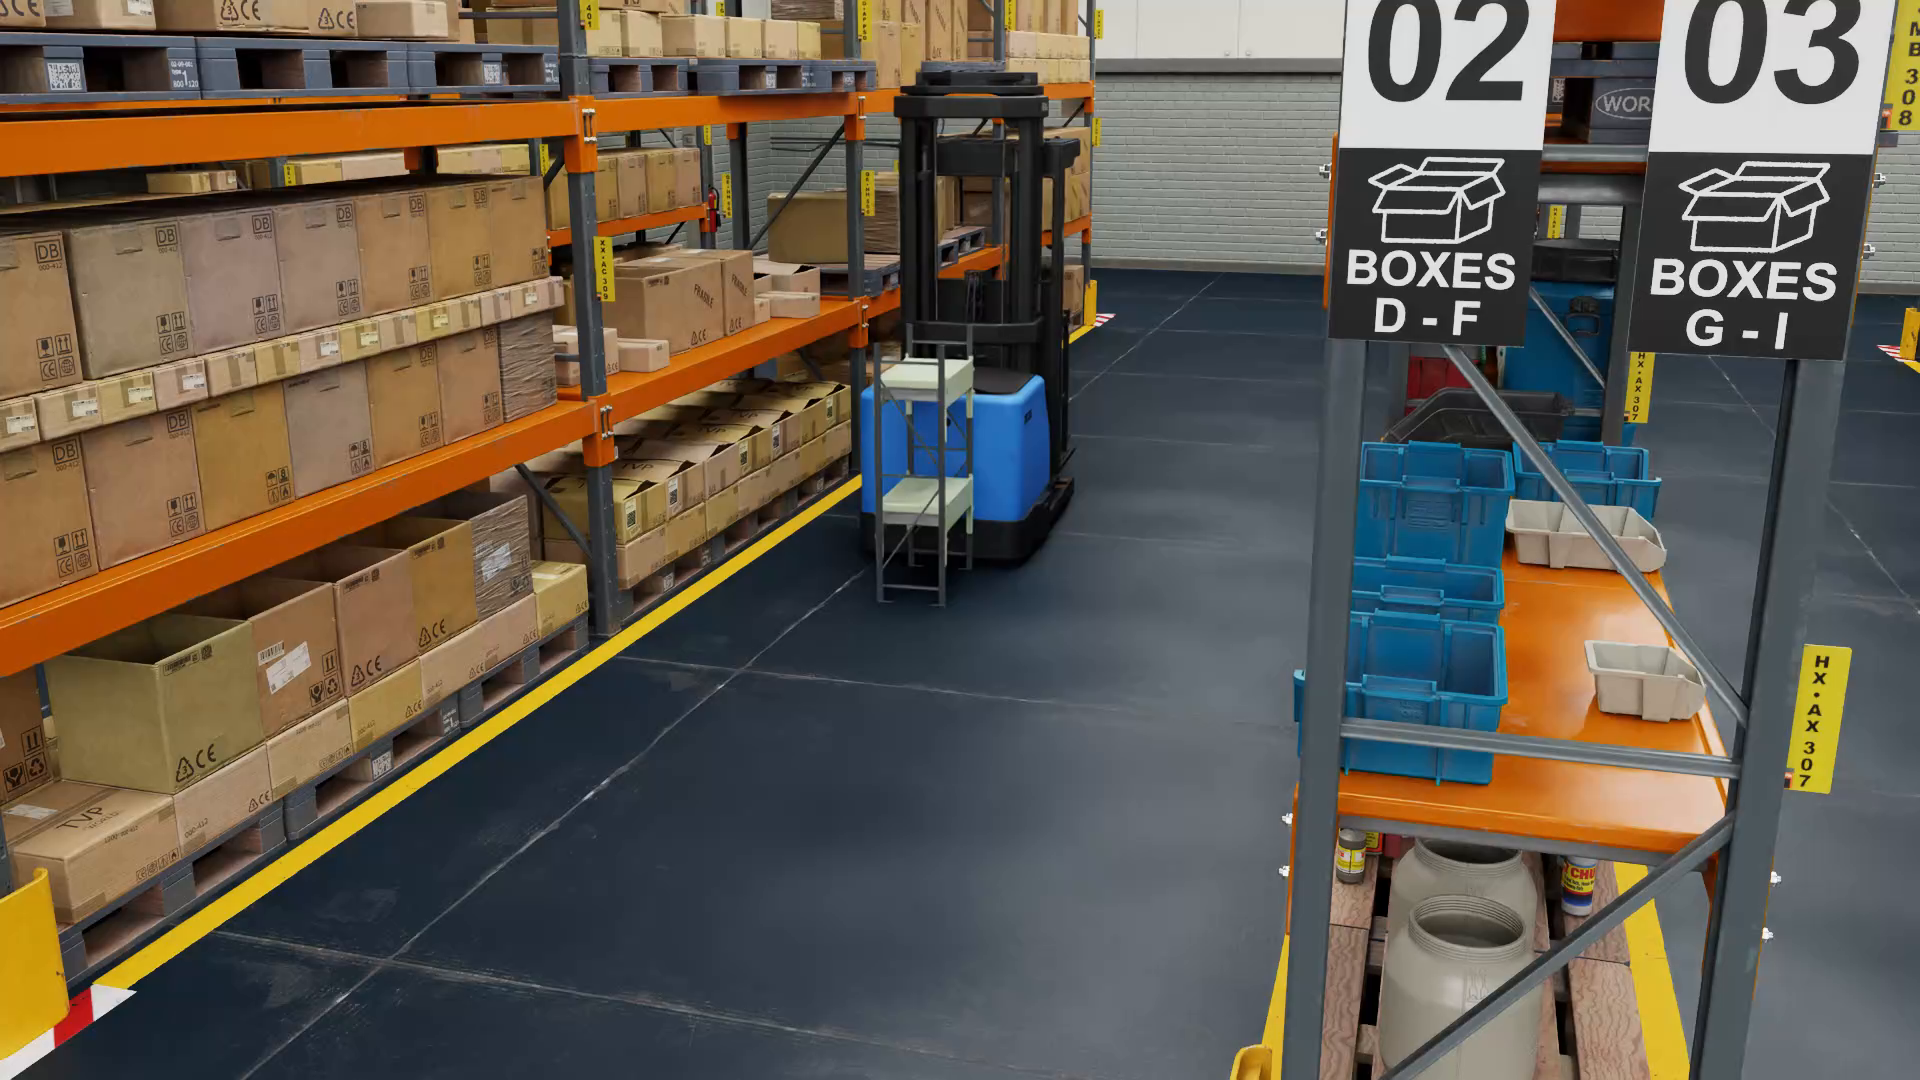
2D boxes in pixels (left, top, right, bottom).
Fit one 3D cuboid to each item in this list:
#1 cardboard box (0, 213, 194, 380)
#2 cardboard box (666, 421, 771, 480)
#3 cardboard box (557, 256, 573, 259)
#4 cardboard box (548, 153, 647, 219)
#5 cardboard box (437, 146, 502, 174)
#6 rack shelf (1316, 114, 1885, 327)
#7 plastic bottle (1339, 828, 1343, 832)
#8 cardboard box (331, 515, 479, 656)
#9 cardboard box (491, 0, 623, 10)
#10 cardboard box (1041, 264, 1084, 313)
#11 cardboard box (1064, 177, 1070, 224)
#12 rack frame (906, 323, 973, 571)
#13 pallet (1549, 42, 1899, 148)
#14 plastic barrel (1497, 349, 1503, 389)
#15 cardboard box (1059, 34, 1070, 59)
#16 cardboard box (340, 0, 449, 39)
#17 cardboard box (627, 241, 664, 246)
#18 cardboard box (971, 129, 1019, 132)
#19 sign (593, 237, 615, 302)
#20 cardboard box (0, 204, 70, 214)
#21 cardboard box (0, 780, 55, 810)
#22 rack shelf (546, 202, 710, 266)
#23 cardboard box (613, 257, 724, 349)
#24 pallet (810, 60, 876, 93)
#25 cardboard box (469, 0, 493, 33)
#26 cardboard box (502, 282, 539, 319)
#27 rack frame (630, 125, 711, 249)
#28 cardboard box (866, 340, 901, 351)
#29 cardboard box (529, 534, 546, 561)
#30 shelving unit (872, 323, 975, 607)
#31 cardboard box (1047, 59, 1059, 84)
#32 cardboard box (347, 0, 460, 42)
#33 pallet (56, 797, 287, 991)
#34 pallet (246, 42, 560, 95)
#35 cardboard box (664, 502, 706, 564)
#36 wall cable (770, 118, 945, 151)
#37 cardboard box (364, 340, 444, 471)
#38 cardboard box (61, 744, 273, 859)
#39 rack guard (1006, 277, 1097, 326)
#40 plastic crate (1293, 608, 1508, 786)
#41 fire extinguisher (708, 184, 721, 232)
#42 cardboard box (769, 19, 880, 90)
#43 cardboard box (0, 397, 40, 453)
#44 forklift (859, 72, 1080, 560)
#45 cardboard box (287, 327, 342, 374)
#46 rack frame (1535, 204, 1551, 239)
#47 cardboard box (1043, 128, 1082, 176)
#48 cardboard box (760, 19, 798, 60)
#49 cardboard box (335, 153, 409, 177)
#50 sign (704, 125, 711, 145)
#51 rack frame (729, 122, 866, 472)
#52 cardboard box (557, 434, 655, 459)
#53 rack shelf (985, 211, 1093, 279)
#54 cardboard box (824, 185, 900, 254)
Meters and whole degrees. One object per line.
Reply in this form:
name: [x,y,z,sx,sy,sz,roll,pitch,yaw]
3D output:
cardboard box: [-3.174,-0.864,5.818,0.700,0.500,0.500,4,16,14]
cardboard box: [-1.549,-0.605,10.708,0.500,0.311,0.500,5,17,17]
cardboard box: [-4.444,-3.191,19.206,0.380,0.149,0.250,5,17,16]
cardboard box: [-4.238,-4.108,19.266,0.980,0.700,0.700,4,16,13]
cardboard box: [-4.860,-3.728,16.336,0.500,0.250,0.500,5,17,17]
rack shelf: [1.839,-1.154,5.222,1.077,0.370,4.000,5,16,16]
plastic bottle: [1.388,1.015,5.926,0.061,0.283,0.133,5,17,17]
cardboard box: [-2.555,0.194,7.543,0.500,0.500,0.500,5,16,16]
cardboard box: [-2.128,-3.057,8.745,0.500,0.500,0.500,5,17,17]
cardboard box: [1.151,-2.952,19.516,0.500,0.500,0.500,5,16,16]
cardboard box: [0.912,-3.748,18.365,0.500,0.500,0.500,5,17,16]
rack frame: [-0.121,-0.547,10.011,0.400,1.500,0.023,3,16,12]
pallet: [1.599,-1.095,4.041,1.003,0.211,1.213,5,16,16]
plastic barrel: [2.930,-0.848,8.576,0.301,0.262,0.301,0,16,0]
cardboard box: [0.880,-5.301,17.882,0.500,0.250,0.500,5,16,16]
cardboard box: [-2.422,-2.220,7.097,0.380,0.149,0.250,5,16,16]
cardboard box: [-3.941,-3.657,20.847,0.380,0.149,0.250,5,17,16]
cardboard box: [0.402,-4.270,18.372,0.500,0.500,0.500,5,17,17]
sign: [-1.809,-1.377,8.456,0.100,0.325,0.005,5,16,16]
cardboard box: [-6.591,-2.059,11.602,0.700,0.500,0.500,7,17,24]
cardboard box: [-3.609,1.039,5.939,0.500,0.250,0.500,5,16,16]
rack shelf: [-4.250,-3.619,19.408,1.077,0.370,4.000,5,16,16]
cardboard box: [-1.815,-1.482,10.374,0.500,0.500,0.500,5,16,16]
pallet: [-1.312,-3.180,11.391,1.213,0.211,1.003,5,17,18]
cardboard box: [-4.843,-5.624,17.611,0.500,0.500,0.500,4,16,15]
cardboard box: [-2.285,-1.173,8.096,0.380,0.149,0.250,4,16,15]
rack frame: [-3.681,-4.488,21.155,1.000,3.000,0.127,5,16,16]
cardboard box: [-0.510,-1.386,13.994,0.500,0.500,0.500,4,16,15]
cardboard box: [-2.501,0.025,9.515,0.500,0.250,0.500,4,16,15]
shelving unit: [-0.200,-0.450,9.667,0.431,1.500,0.755,3,16,12]
cardboard box: [0.736,-4.929,17.490,0.500,0.250,0.500,5,16,16]
cardboard box: [-2.737,-2.614,7.844,0.500,0.500,0.500,6,17,20]
pallet: [-3.301,1.219,6.143,1.003,0.211,1.213,5,16,16]
pallet: [-2.559,-2.141,7.544,1.003,0.211,1.213,5,16,16]
cardboard box: [-1.842,-0.064,9.829,0.500,0.250,0.500,5,17,17]
wall cable: [-1.731,-7.332,25.879,3.097,2.526,0.112,5,16,16]
cardboard box: [-2.751,-0.627,7.361,0.700,0.500,0.500,5,17,17]
cardboard box: [-2.974,0.948,6.260,0.500,0.250,0.500,5,16,16]
rack guard: [1.047,-2.882,20.075,1.175,0.500,0.348,5,16,16]
plastic crate: [1.126,0.384,4.252,0.499,0.251,0.616,5,16,16]
fire extinguisher: [-3.196,-4.275,21.229,0.296,0.674,0.183,5,16,16]
cardboard box: [-1.113,-3.620,12.414,0.910,0.500,0.500,5,16,16]
cardboard box: [-3.160,-0.365,5.247,0.380,0.149,0.250,5,16,15]
forklift: [0.195,-1.649,11.272,1.130,2.935,3.031,3,16,12]
cardboard box: [-2.722,-0.767,6.664,0.380,0.149,0.250,5,17,16]
rack frame: [4.680,-2.673,14.757,1.000,3.000,0.127,5,16,16]
cardboard box: [1.063,-4.364,18.702,0.500,0.500,0.500,5,17,17]
cardboard box: [-1.411,-3.323,11.057,0.500,0.250,0.500,5,17,17]
cardboard box: [-5.288,-3.327,14.923,0.500,0.250,0.500,5,17,16]
sign: [-3.165,-5.113,20.804,0.100,0.325,0.005,5,16,16]
rack frame: [-1.204,-2.012,12.425,1.000,3.000,0.127,5,16,16]
cardboard box: [-2.215,-0.509,10.370,0.500,0.311,0.500,5,16,16]
rack shelf: [0.501,-3.235,18.058,1.077,0.370,4.000,5,16,16]
cardboard box: [-0.691,-2.660,13.757,0.700,0.500,0.500,8,18,26]
